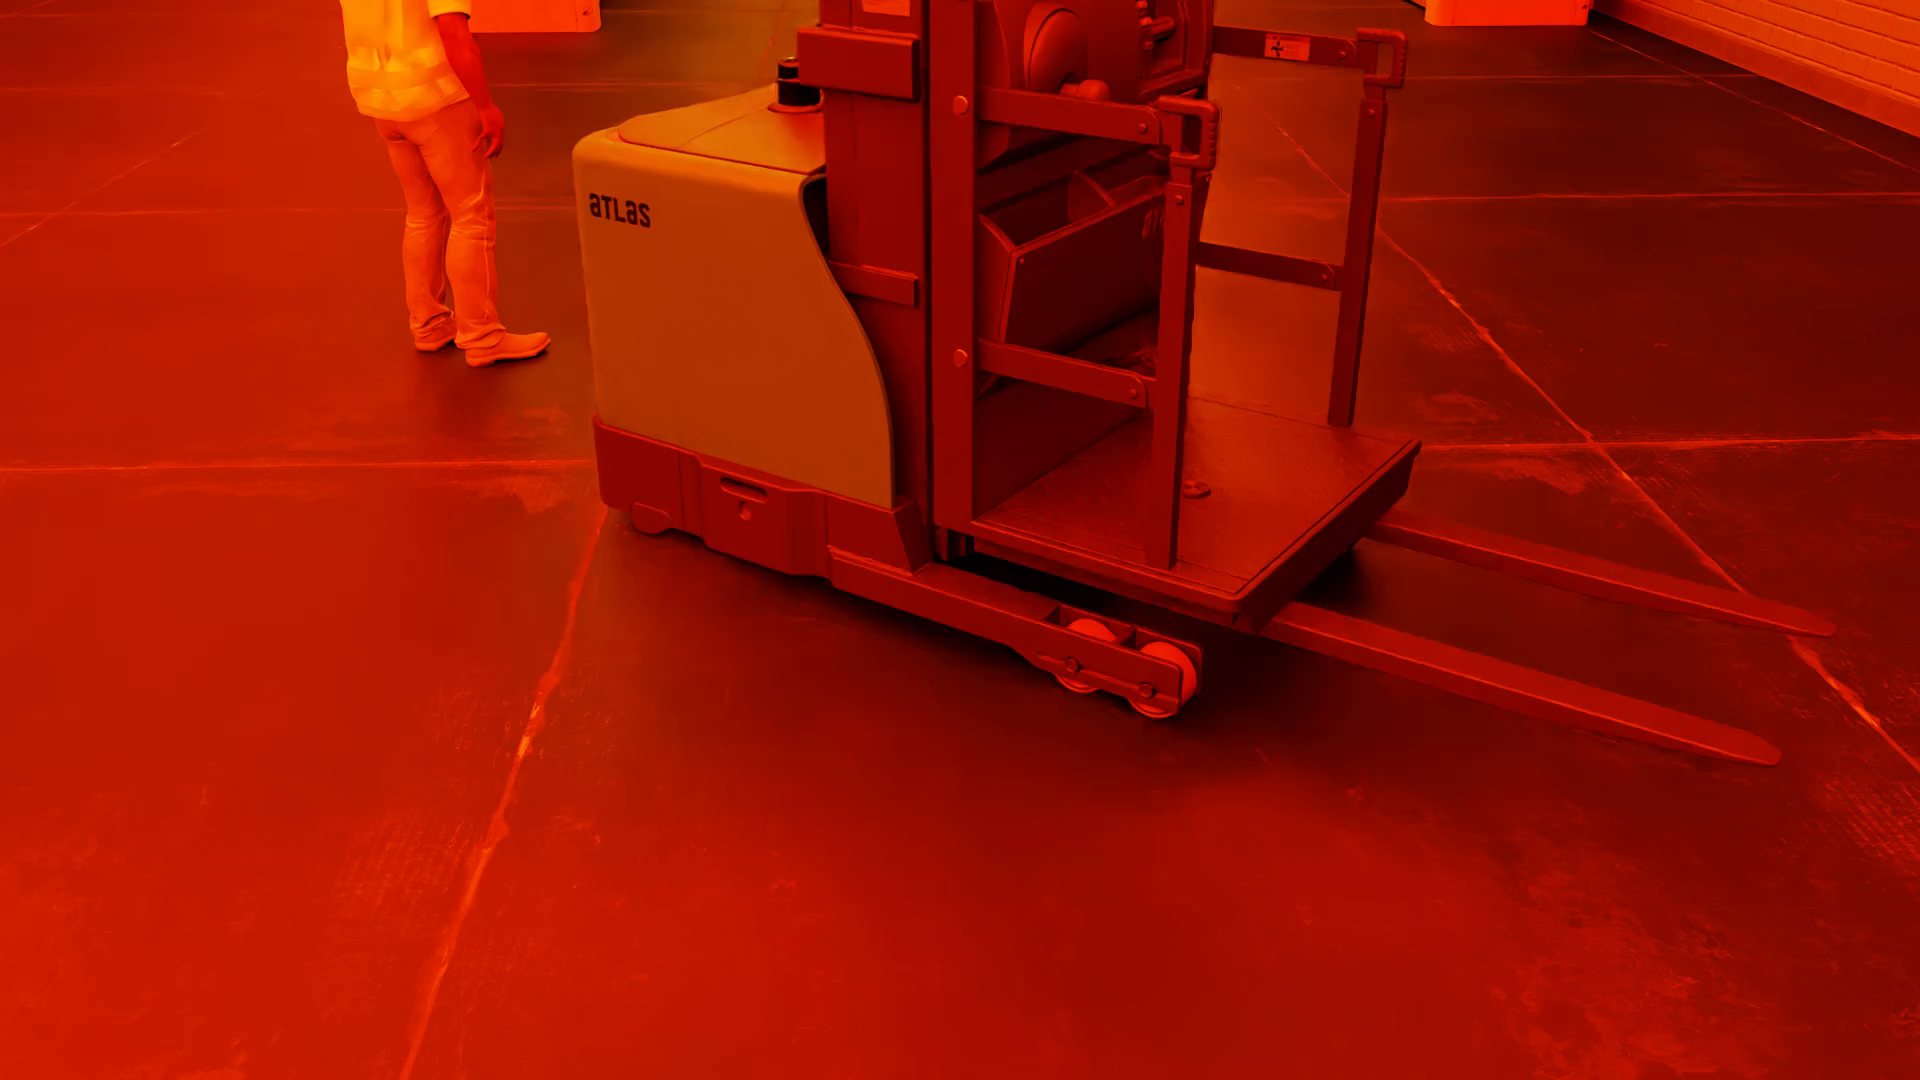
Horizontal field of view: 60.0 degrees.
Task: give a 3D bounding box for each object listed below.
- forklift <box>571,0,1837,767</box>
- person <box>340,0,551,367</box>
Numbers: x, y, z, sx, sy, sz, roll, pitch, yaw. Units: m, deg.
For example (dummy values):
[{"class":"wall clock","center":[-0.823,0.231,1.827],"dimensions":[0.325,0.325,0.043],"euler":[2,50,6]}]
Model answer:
[{"class":"forklift","center":[0.498,-1.182,3.644],"dimensions":[3.031,2.935,1.130],"euler":[17,31,31]},{"class":"person","center":[-1.784,-1.483,5.602],"dimensions":[0.631,1.759,0.461],"euler":[18,31,33]}]
